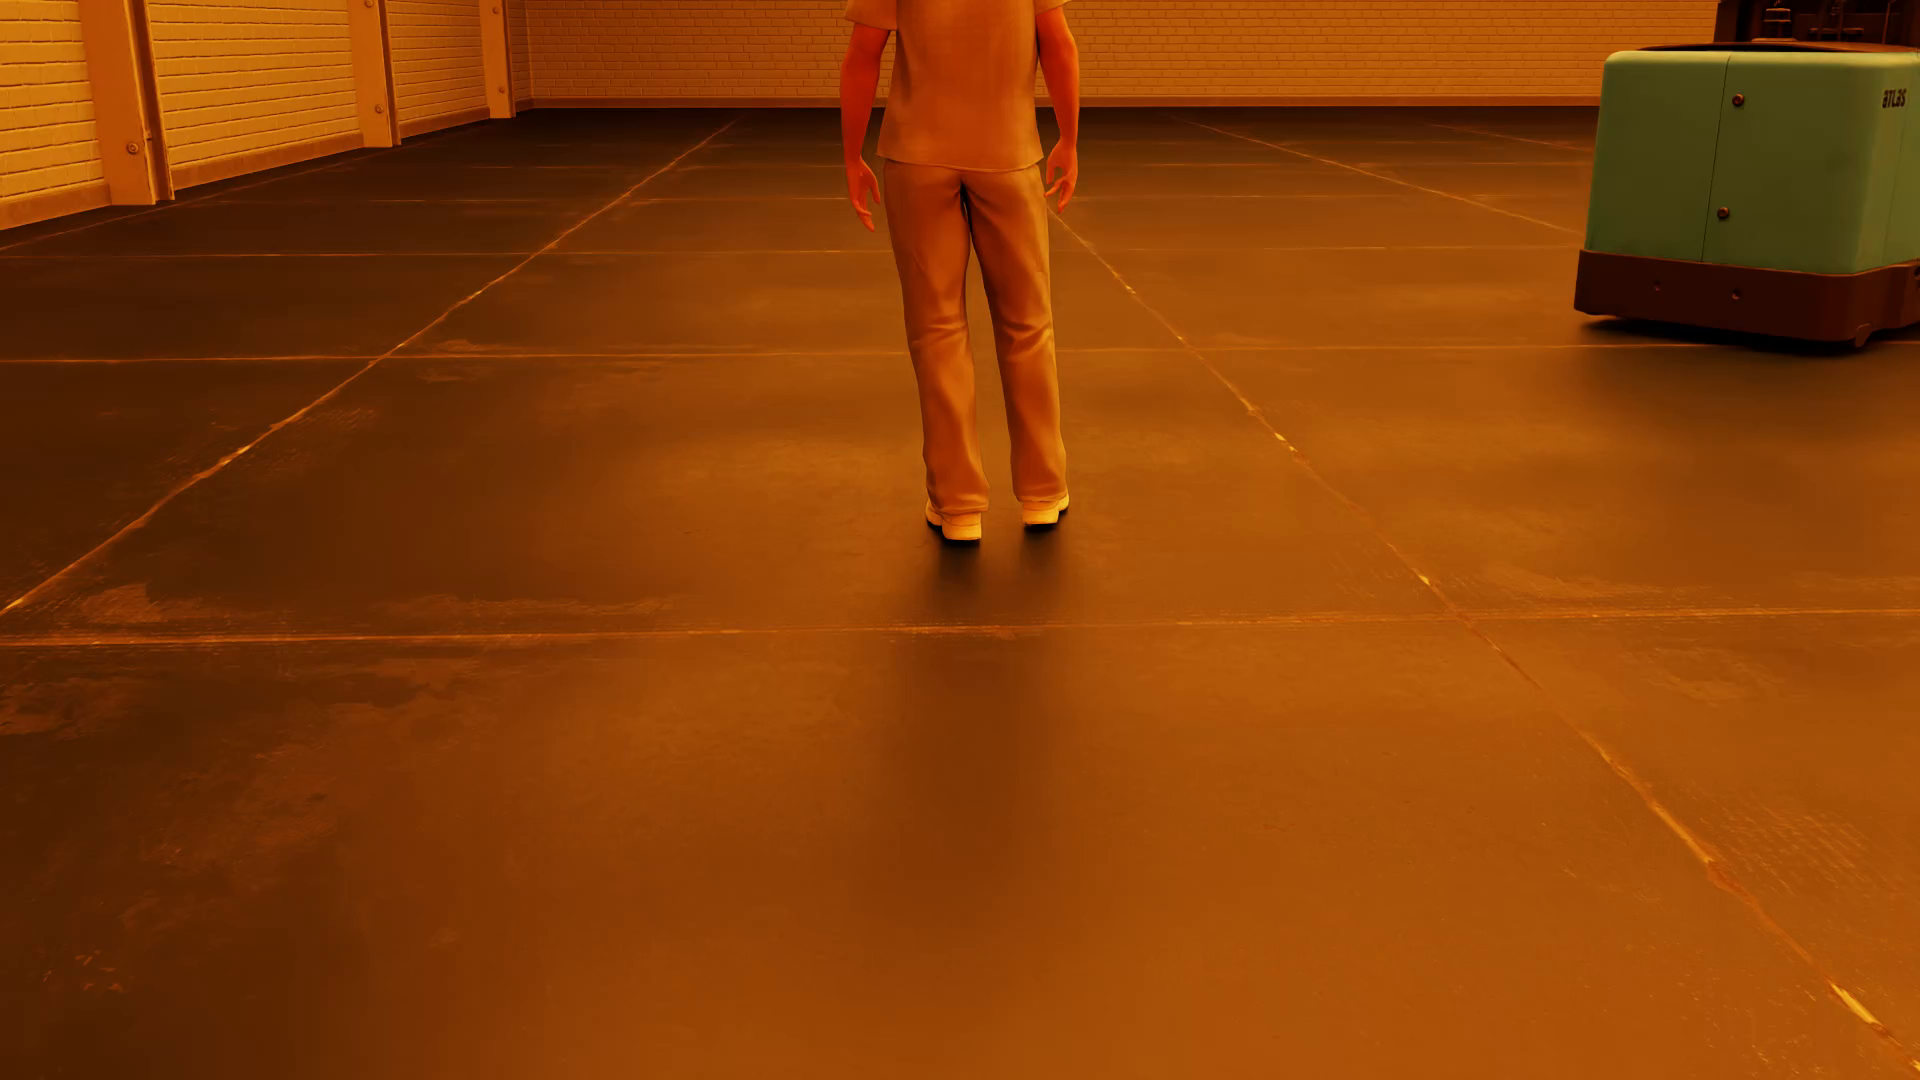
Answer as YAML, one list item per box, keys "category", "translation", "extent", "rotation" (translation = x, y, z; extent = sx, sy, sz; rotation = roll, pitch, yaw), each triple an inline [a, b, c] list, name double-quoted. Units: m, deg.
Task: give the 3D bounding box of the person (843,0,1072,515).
- category: "person"
  translation: [0.007, -0.730, 3.726]
  extent: [0.517, 1.362, 0.395]
  rotation: [-1, 17, -3]

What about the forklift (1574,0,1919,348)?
- category: "forklift"
  translation: [3.906, -2.452, 6.921]
  extent: [3.031, 2.935, 1.130]
  rotation: [-15, 23, -40]
